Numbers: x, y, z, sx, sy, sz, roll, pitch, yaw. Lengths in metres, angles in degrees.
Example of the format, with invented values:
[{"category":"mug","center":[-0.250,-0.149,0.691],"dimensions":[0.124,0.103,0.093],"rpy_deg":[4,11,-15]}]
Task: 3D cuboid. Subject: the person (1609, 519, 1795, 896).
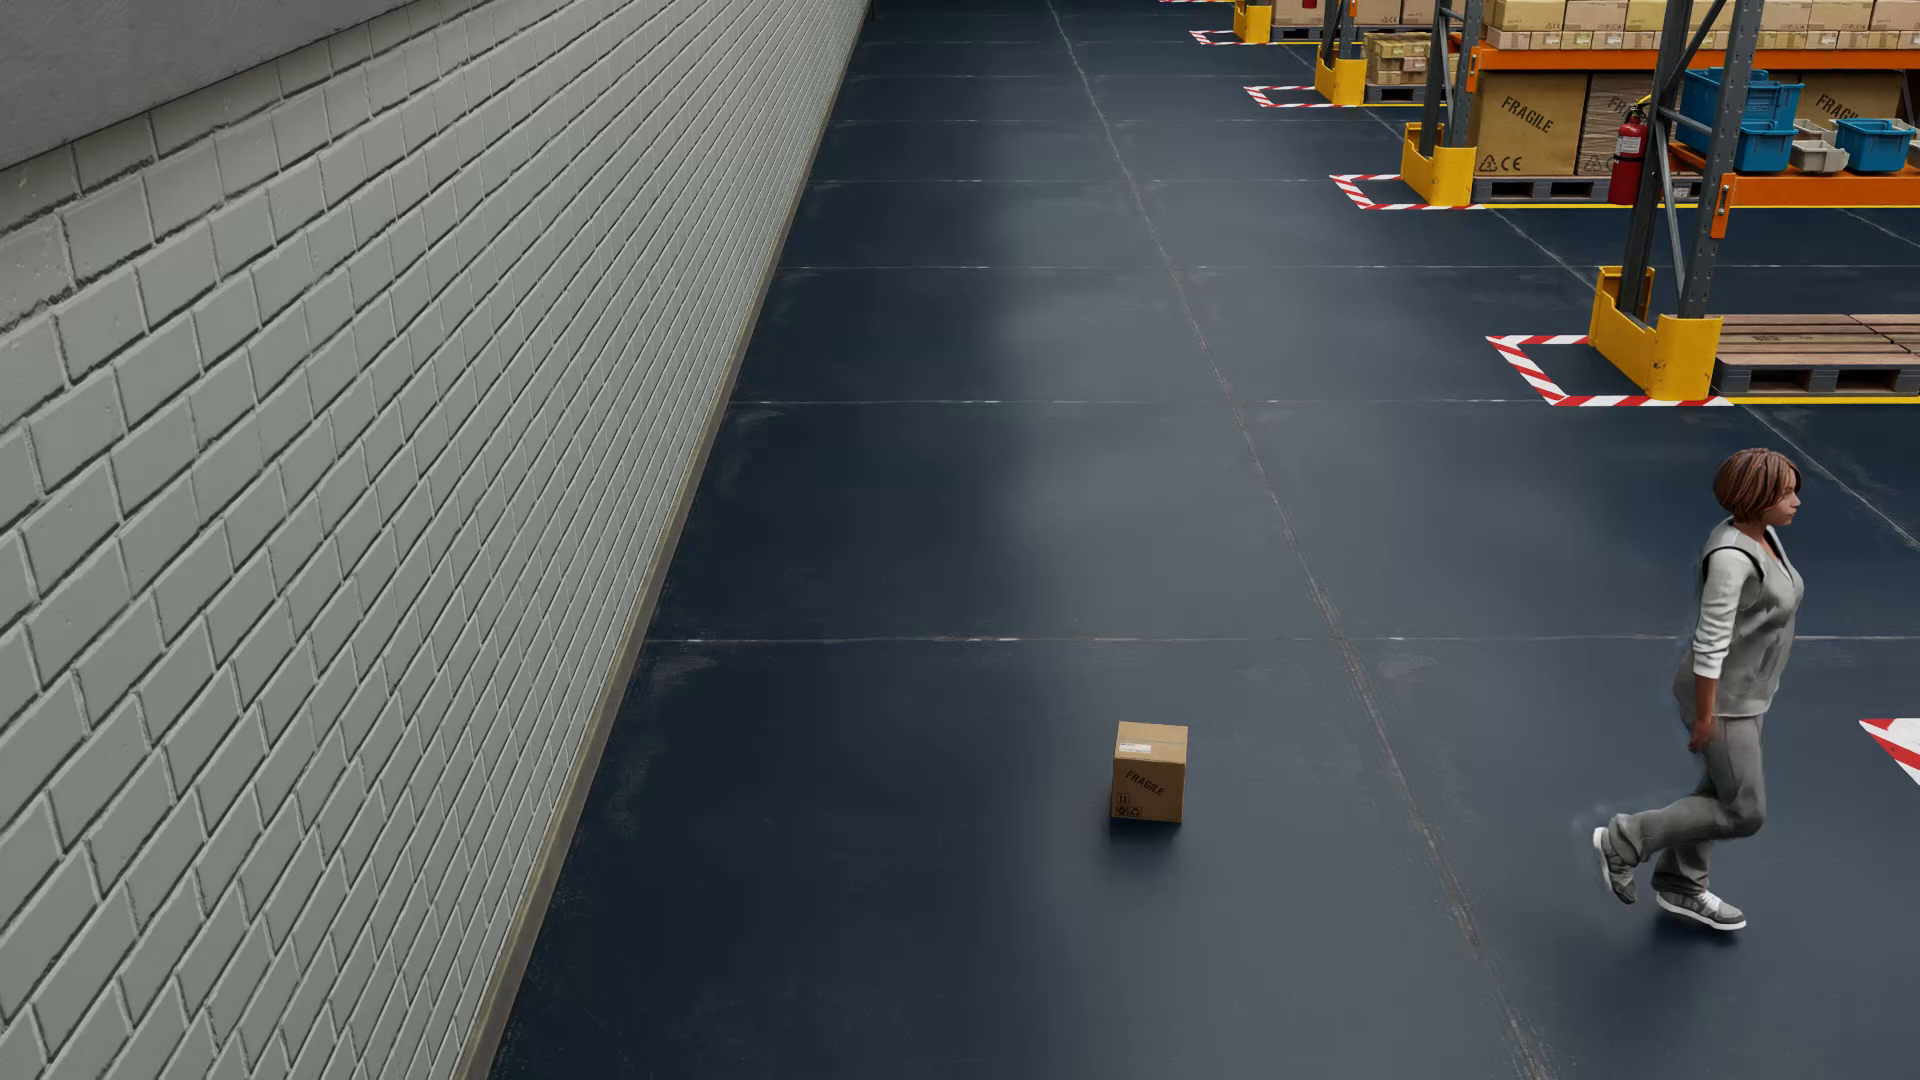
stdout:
[{"category":"person","center":[2.285,0.554,5.065],"dimensions":[0.429,1.271,0.406],"rpy_deg":[15,29,30]}]
